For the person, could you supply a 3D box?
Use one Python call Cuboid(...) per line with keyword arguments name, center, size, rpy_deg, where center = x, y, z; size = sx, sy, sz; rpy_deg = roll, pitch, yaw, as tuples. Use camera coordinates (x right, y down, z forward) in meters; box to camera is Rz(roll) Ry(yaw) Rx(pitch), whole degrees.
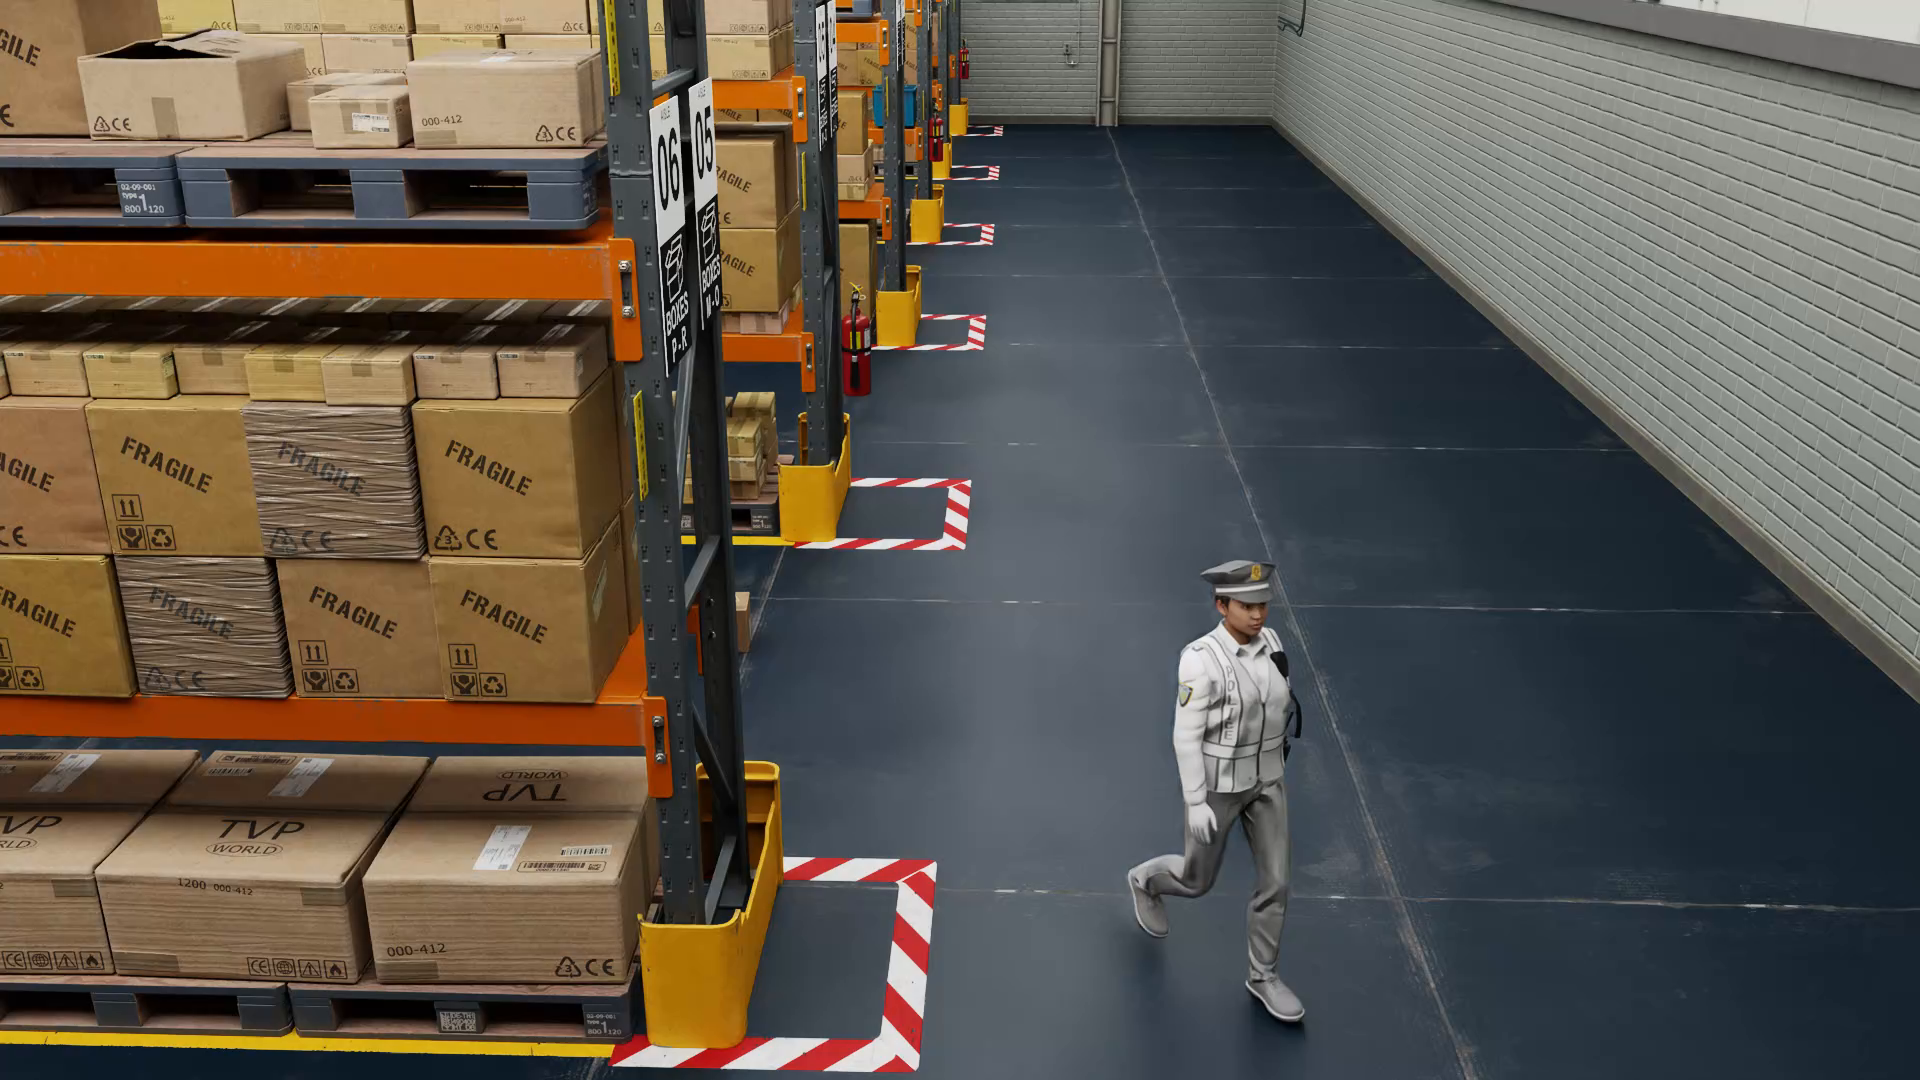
Cuboid(name="person", center=(0.942, 0.832, 5.928), size=(0.484, 1.655, 0.840), rpy_deg=(-11, 23, -26))
